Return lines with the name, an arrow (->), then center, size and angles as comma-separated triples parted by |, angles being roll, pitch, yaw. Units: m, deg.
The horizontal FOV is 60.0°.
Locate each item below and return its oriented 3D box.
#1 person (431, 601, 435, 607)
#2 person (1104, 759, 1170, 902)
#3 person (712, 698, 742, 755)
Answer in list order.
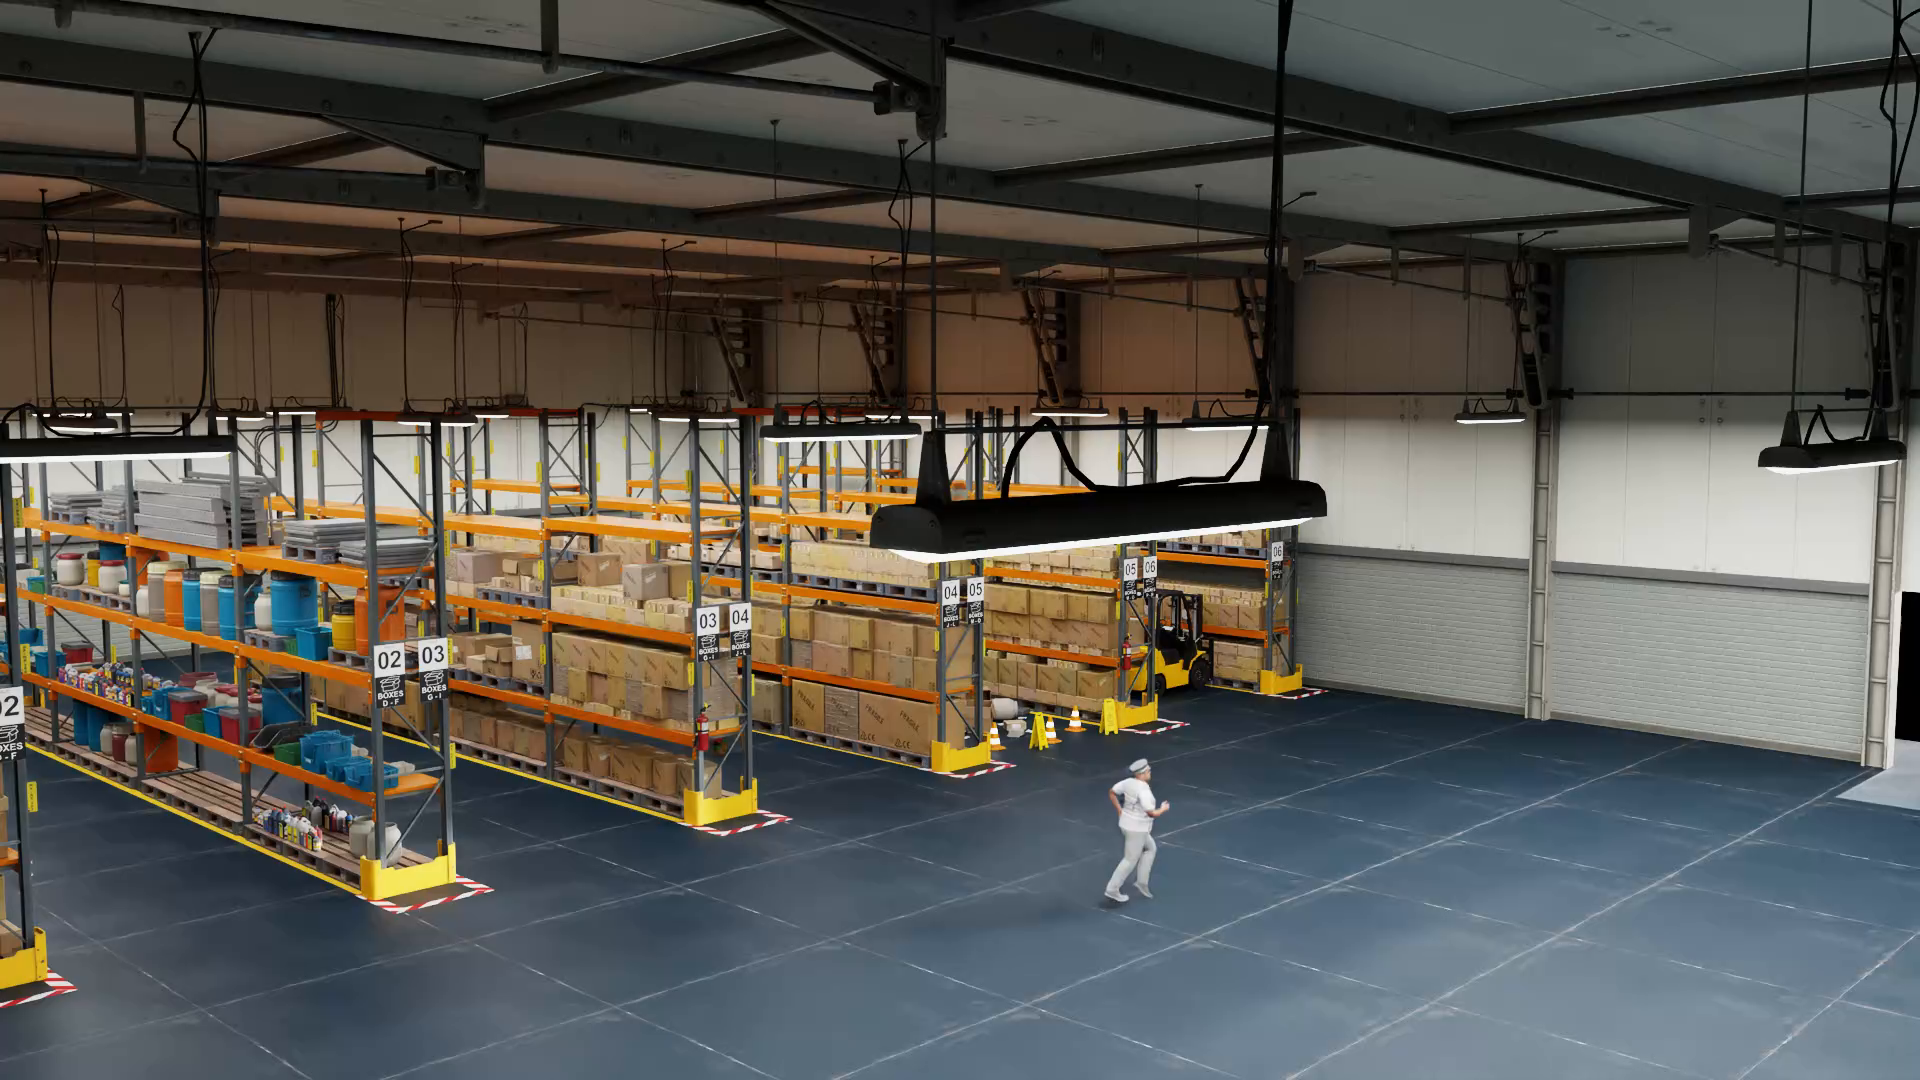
person -> -11.654, 2.189, 36.946 | 0.713, 1.782, 0.927 | -5, 7, -43
person -> 2.173, 3.624, 20.690 | 0.911, 1.832, 0.673 | -2, 5, -17
person -> -4.054, 2.882, 28.928 | 0.609, 1.756, 0.639 | 3, 6, 32
